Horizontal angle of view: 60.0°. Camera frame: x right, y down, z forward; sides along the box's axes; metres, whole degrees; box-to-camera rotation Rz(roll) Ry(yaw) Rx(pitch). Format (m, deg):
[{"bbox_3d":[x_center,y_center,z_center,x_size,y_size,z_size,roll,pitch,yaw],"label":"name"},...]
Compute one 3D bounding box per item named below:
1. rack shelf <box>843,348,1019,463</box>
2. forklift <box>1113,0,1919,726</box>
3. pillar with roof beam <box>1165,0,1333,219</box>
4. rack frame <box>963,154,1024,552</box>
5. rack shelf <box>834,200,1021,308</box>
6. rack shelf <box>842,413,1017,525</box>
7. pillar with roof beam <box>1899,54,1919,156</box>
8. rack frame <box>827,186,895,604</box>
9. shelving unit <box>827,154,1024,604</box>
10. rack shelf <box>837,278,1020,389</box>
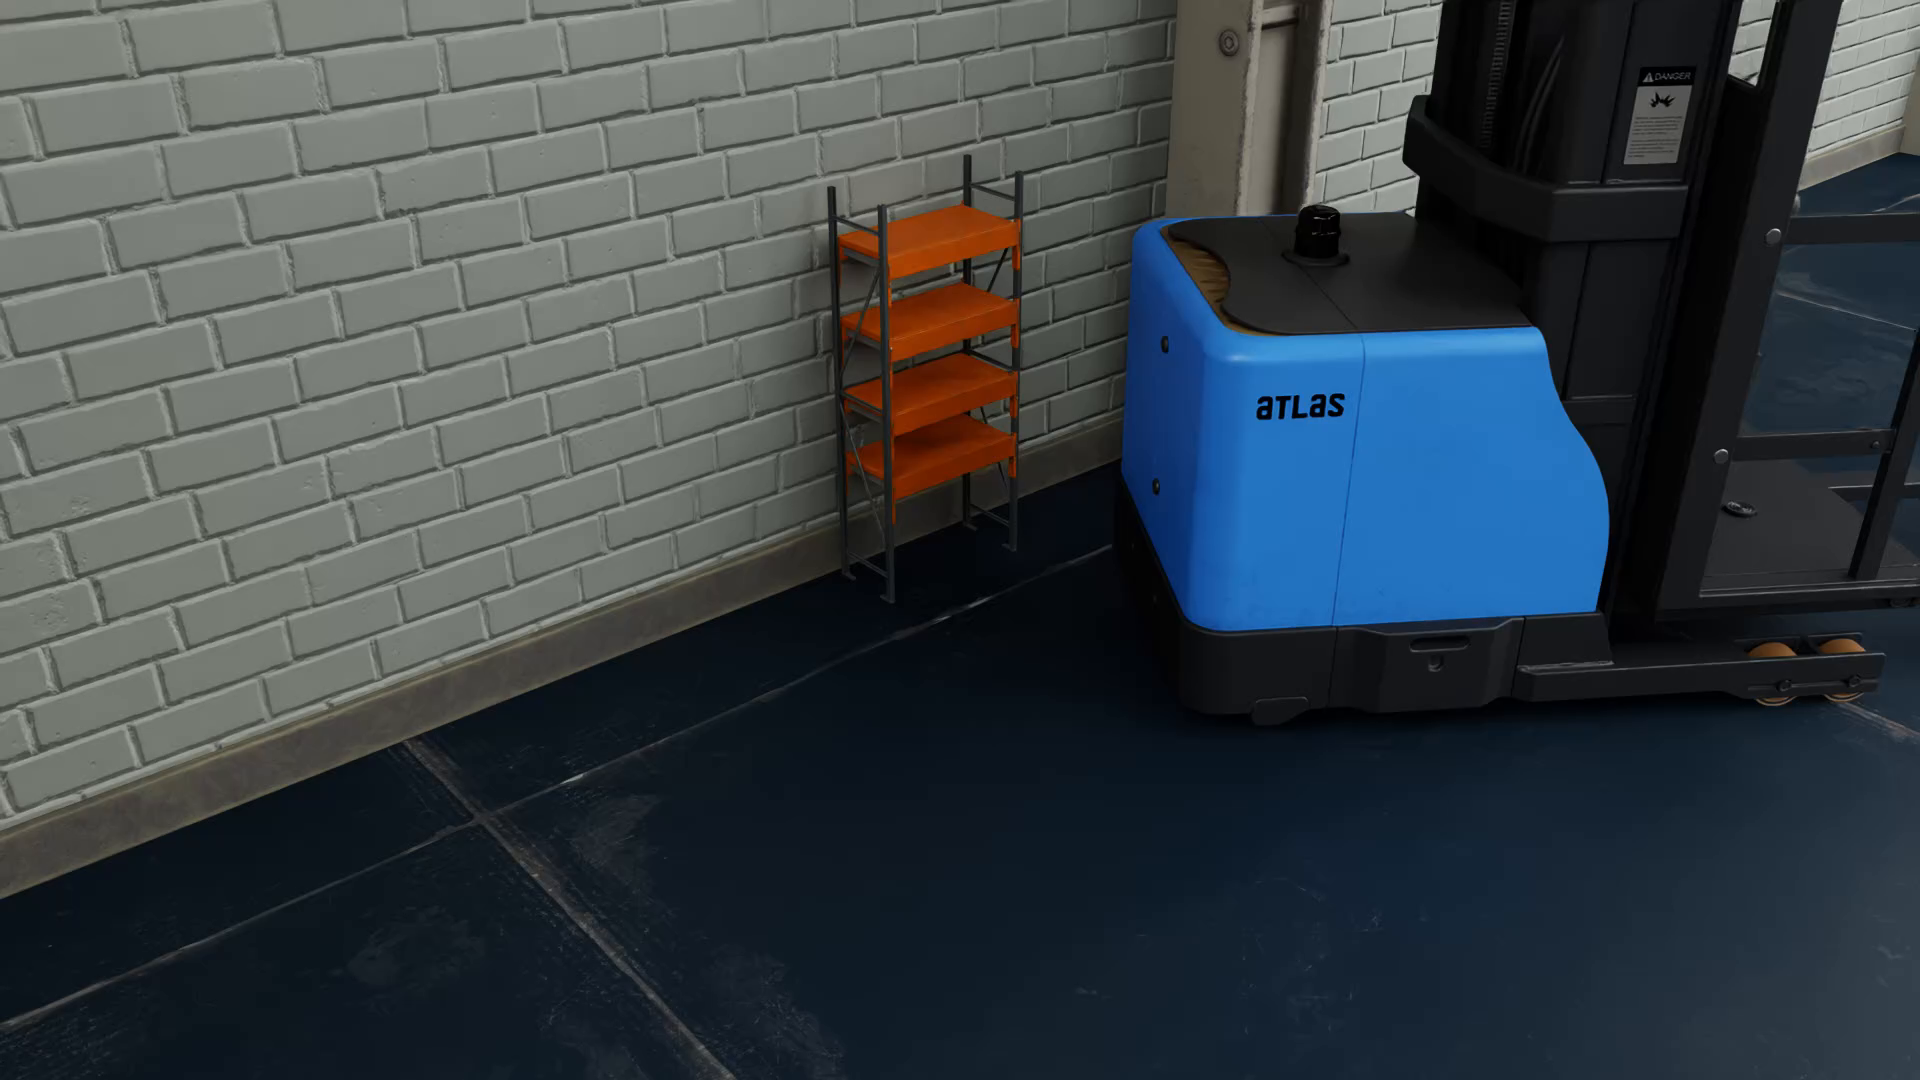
[{"bbox_3d":[-0.091,-0.401,4.870,0.480,0.148,0.258,-22,35,-35],"label":"rack shelf"},{"bbox_3d":[2.020,-1.097,4.193,3.031,2.935,1.130,-3,28,-5],"label":"forklift"},{"bbox_3d":[3.721,-2.785,0.913,0.400,9.000,9.100,-22,35,-35],"label":"pillar with roof beam"},{"bbox_3d":[0.093,-0.536,4.979,0.015,1.200,0.240,-22,35,-35],"label":"rack frame"},{"bbox_3d":[-0.091,-0.807,4.653,0.480,0.148,0.258,-22,35,-35],"label":"rack shelf"},{"bbox_3d":[-0.091,-0.226,4.964,0.480,0.148,0.258,-22,35,-35],"label":"rack shelf"},{"bbox_3d":[8.285,-4.620,4.348,0.400,9.000,9.100,-22,35,-35],"label":"pillar with roof beam"},{"bbox_3d":[-0.275,-0.385,4.697,0.015,1.200,0.240,-22,35,-35],"label":"rack frame"},{"bbox_3d":[-0.091,-0.460,4.838,0.503,1.200,0.258,-22,35,-35],"label":"shelving unit"},{"bbox_3d":[-0.091,-0.598,4.764,0.480,0.148,0.258,-22,35,-35],"label":"rack shelf"}]
